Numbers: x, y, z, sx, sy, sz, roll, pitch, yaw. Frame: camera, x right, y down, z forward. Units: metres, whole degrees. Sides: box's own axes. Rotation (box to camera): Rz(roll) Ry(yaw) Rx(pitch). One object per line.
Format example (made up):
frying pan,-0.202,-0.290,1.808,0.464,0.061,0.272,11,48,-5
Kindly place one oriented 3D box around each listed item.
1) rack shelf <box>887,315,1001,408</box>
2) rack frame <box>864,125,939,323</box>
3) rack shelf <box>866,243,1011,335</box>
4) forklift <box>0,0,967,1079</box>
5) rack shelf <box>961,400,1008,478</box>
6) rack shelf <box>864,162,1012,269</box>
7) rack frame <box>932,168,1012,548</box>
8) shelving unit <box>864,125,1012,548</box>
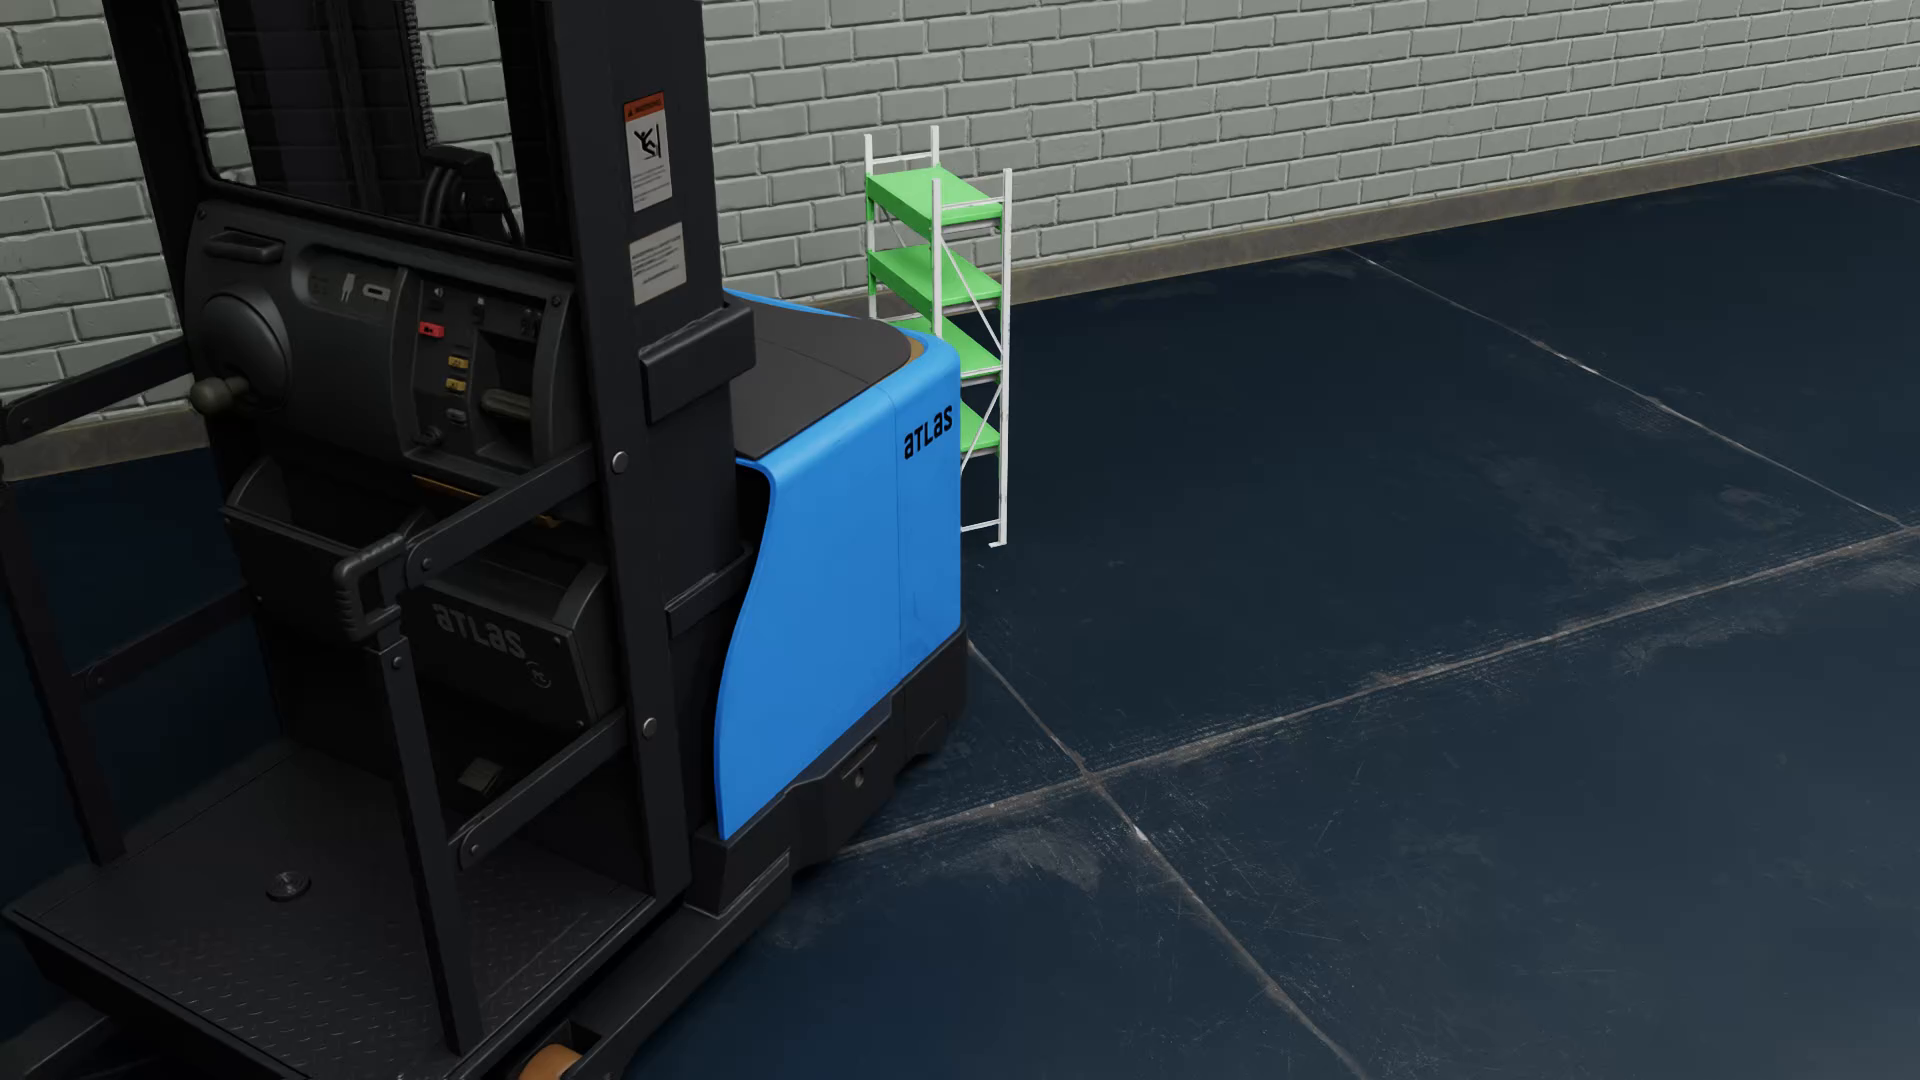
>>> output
rack shelf,-0.071,-0.541,5.118,0.258,0.148,0.480,-13,32,-22
rack frame,-0.176,-0.704,5.279,0.240,1.200,0.015,-13,32,-22
rack shelf,-0.071,-0.750,5.001,0.258,0.148,0.480,-13,32,-22
forklift,-1.163,-0.310,2.807,1.130,2.935,3.031,16,33,26
rack shelf,-0.071,-0.331,5.236,0.258,0.148,0.480,-13,32,-22
rack shelf,-0.071,-0.959,4.883,0.258,0.148,0.480,-13,32,-22
rack frame,0.034,-0.489,4.895,0.240,1.200,0.015,-13,32,-22
shelving unit,-0.071,-0.596,5.087,0.258,1.200,0.503,-13,32,-22
